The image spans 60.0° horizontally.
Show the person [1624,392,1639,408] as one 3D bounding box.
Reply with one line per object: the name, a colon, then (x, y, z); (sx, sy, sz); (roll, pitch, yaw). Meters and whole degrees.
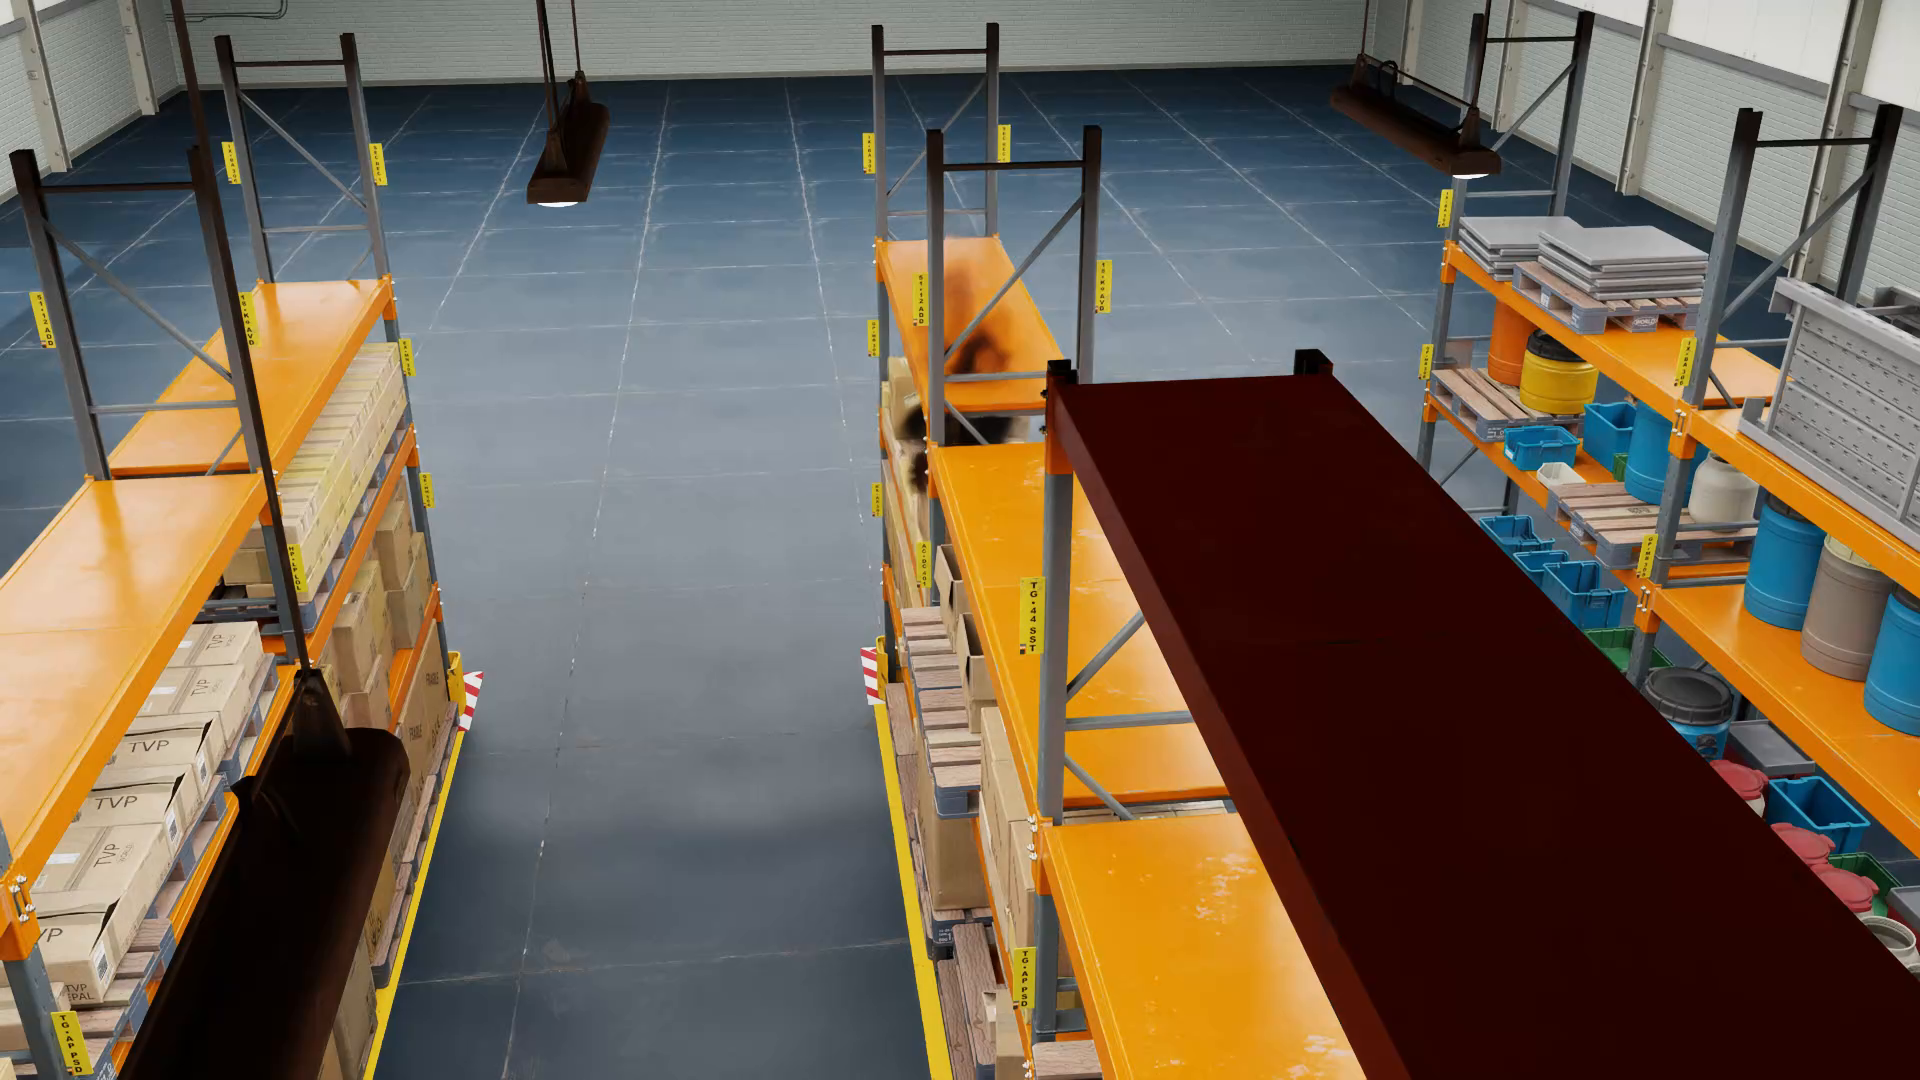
person: (7.393, -0.919, 18.541); (0.681, 1.645, 0.578); (9, 27, 18)
